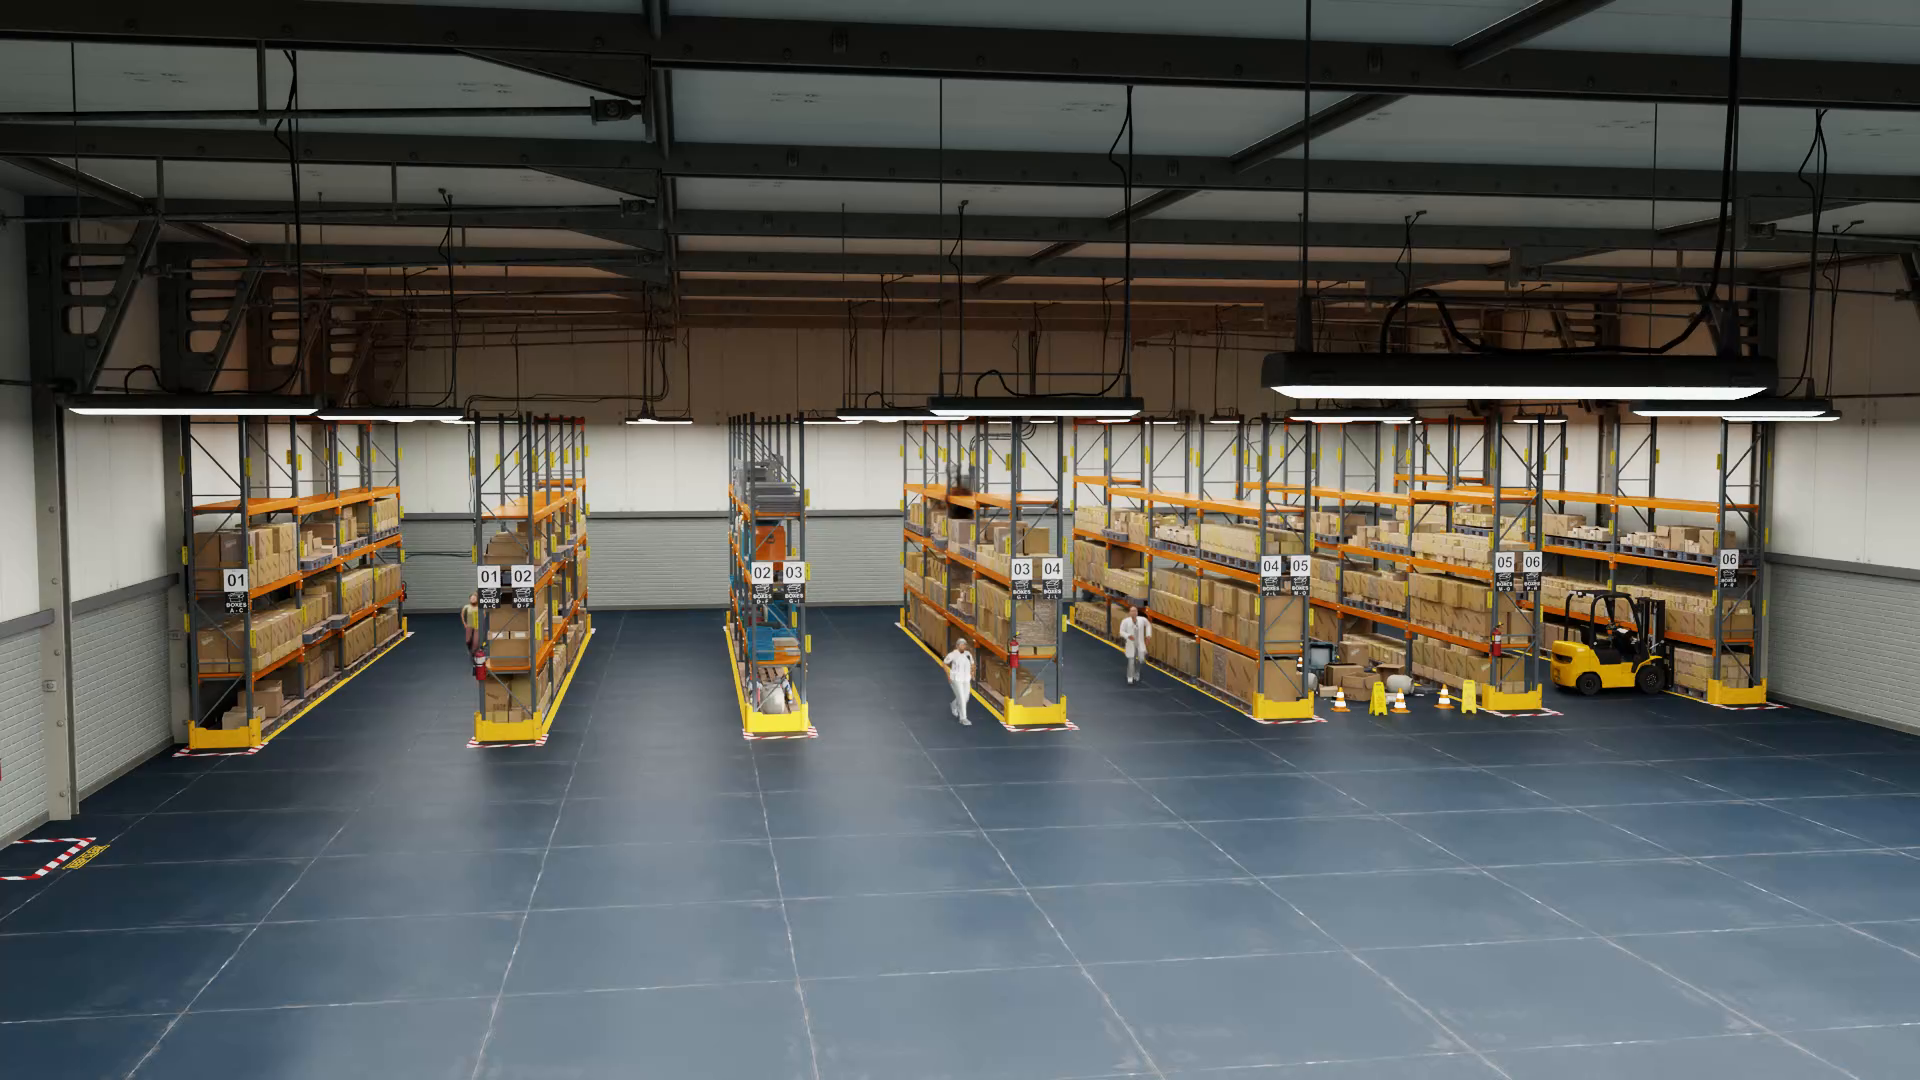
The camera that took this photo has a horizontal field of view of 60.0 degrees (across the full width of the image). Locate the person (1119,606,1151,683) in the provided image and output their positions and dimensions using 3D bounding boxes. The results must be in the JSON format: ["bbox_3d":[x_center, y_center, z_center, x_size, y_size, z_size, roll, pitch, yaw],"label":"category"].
[{"bbox_3d":[3.896,2.336,36.888,0.735,1.732,0.820,0,4,-2],"label":"person"}]

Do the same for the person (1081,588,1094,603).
[{"bbox_3d":[3.849,1.491,49.865,0.567,1.676,0.760,2,4,30],"label":"person"}]

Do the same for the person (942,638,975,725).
[{"bbox_3d":[-0.017,2.704,32.094,0.631,1.640,0.823,-2,4,-29],"label":"person"}]

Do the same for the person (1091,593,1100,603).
[{"bbox_3d":[4.201,1.566,49.944,0.524,1.563,0.562,-1,4,-14],"label":"person"}]

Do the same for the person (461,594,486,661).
[{"bbox_3d":[-11.922,2.143,40.765,0.608,1.630,0.557,-1,4,-11],"label":"person"}]
